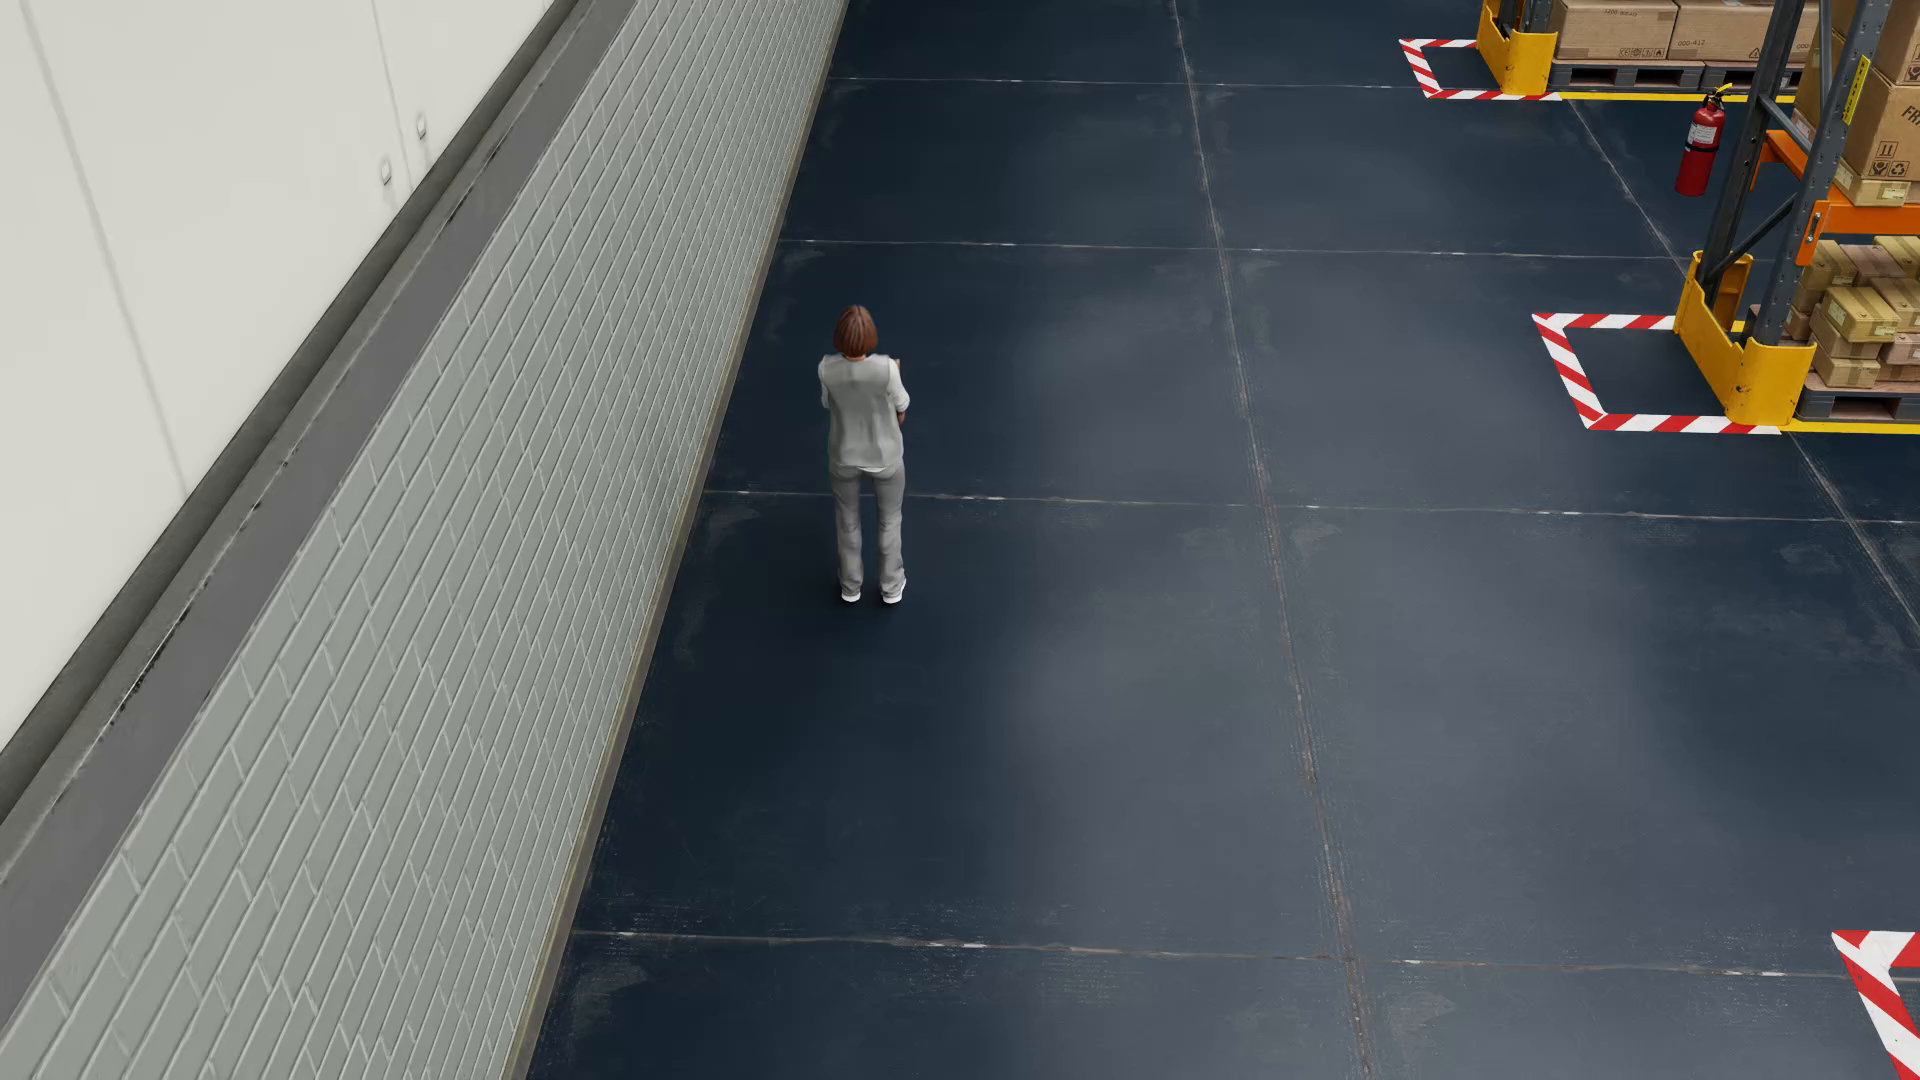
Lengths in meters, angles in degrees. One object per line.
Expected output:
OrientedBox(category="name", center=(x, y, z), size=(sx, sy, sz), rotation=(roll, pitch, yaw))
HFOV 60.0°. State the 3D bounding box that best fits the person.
OrientedBox(category="person", center=(-0.431, -0.437, 7.724), size=(0.404, 1.591, 0.498), rotation=(2, 36, 3))
